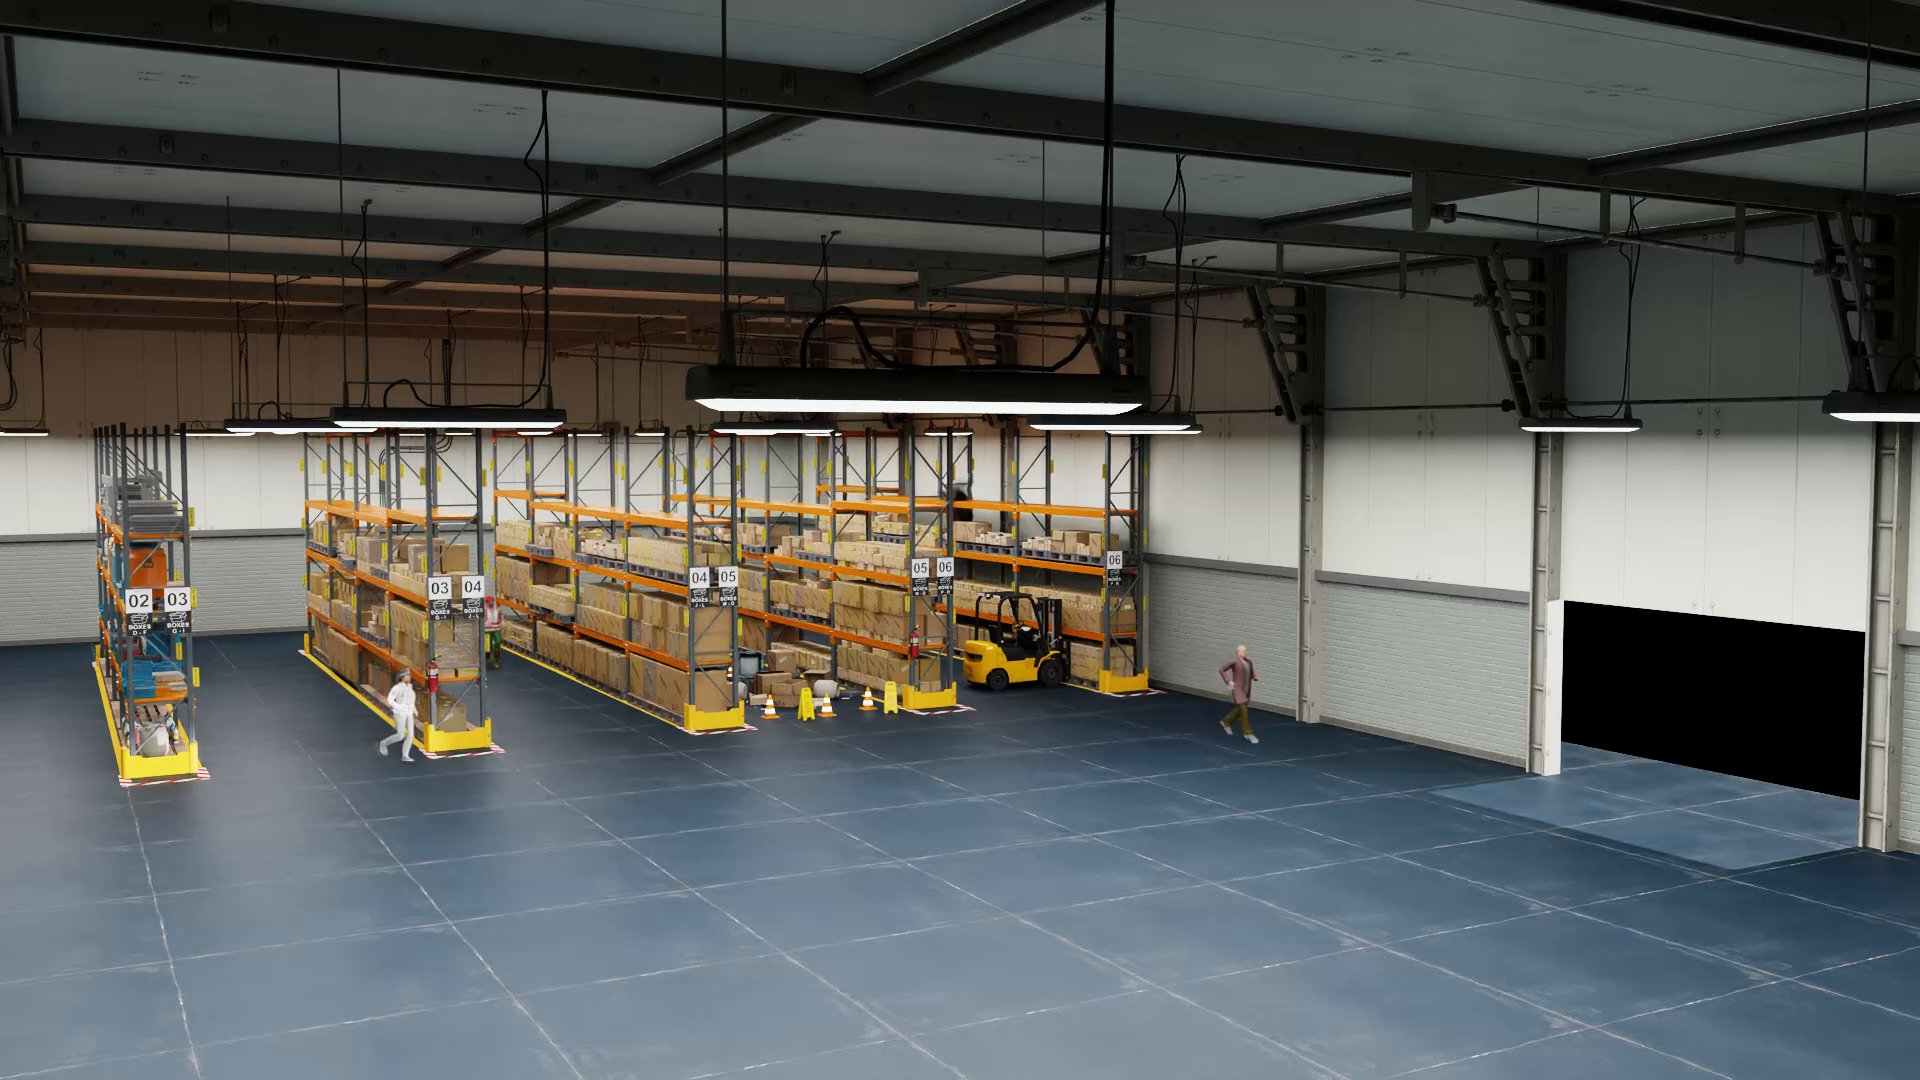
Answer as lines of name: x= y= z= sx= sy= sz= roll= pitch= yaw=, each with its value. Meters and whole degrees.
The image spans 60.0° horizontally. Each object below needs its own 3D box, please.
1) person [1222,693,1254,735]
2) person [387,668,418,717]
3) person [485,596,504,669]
person: x=5.297 y=3.186 z=31.677 sx=0.378 sy=0.978 sz=0.840 roll=-3 pitch=5 yaw=-40
person: x=-9.894 y=2.738 z=29.642 sx=0.411 sy=0.903 sz=0.665 roll=2 pitch=4 yaw=25
person: x=-11.726 y=2.307 z=41.856 sx=0.533 sy=1.820 sz=0.796 roll=-1 pitch=4 yaw=-23
